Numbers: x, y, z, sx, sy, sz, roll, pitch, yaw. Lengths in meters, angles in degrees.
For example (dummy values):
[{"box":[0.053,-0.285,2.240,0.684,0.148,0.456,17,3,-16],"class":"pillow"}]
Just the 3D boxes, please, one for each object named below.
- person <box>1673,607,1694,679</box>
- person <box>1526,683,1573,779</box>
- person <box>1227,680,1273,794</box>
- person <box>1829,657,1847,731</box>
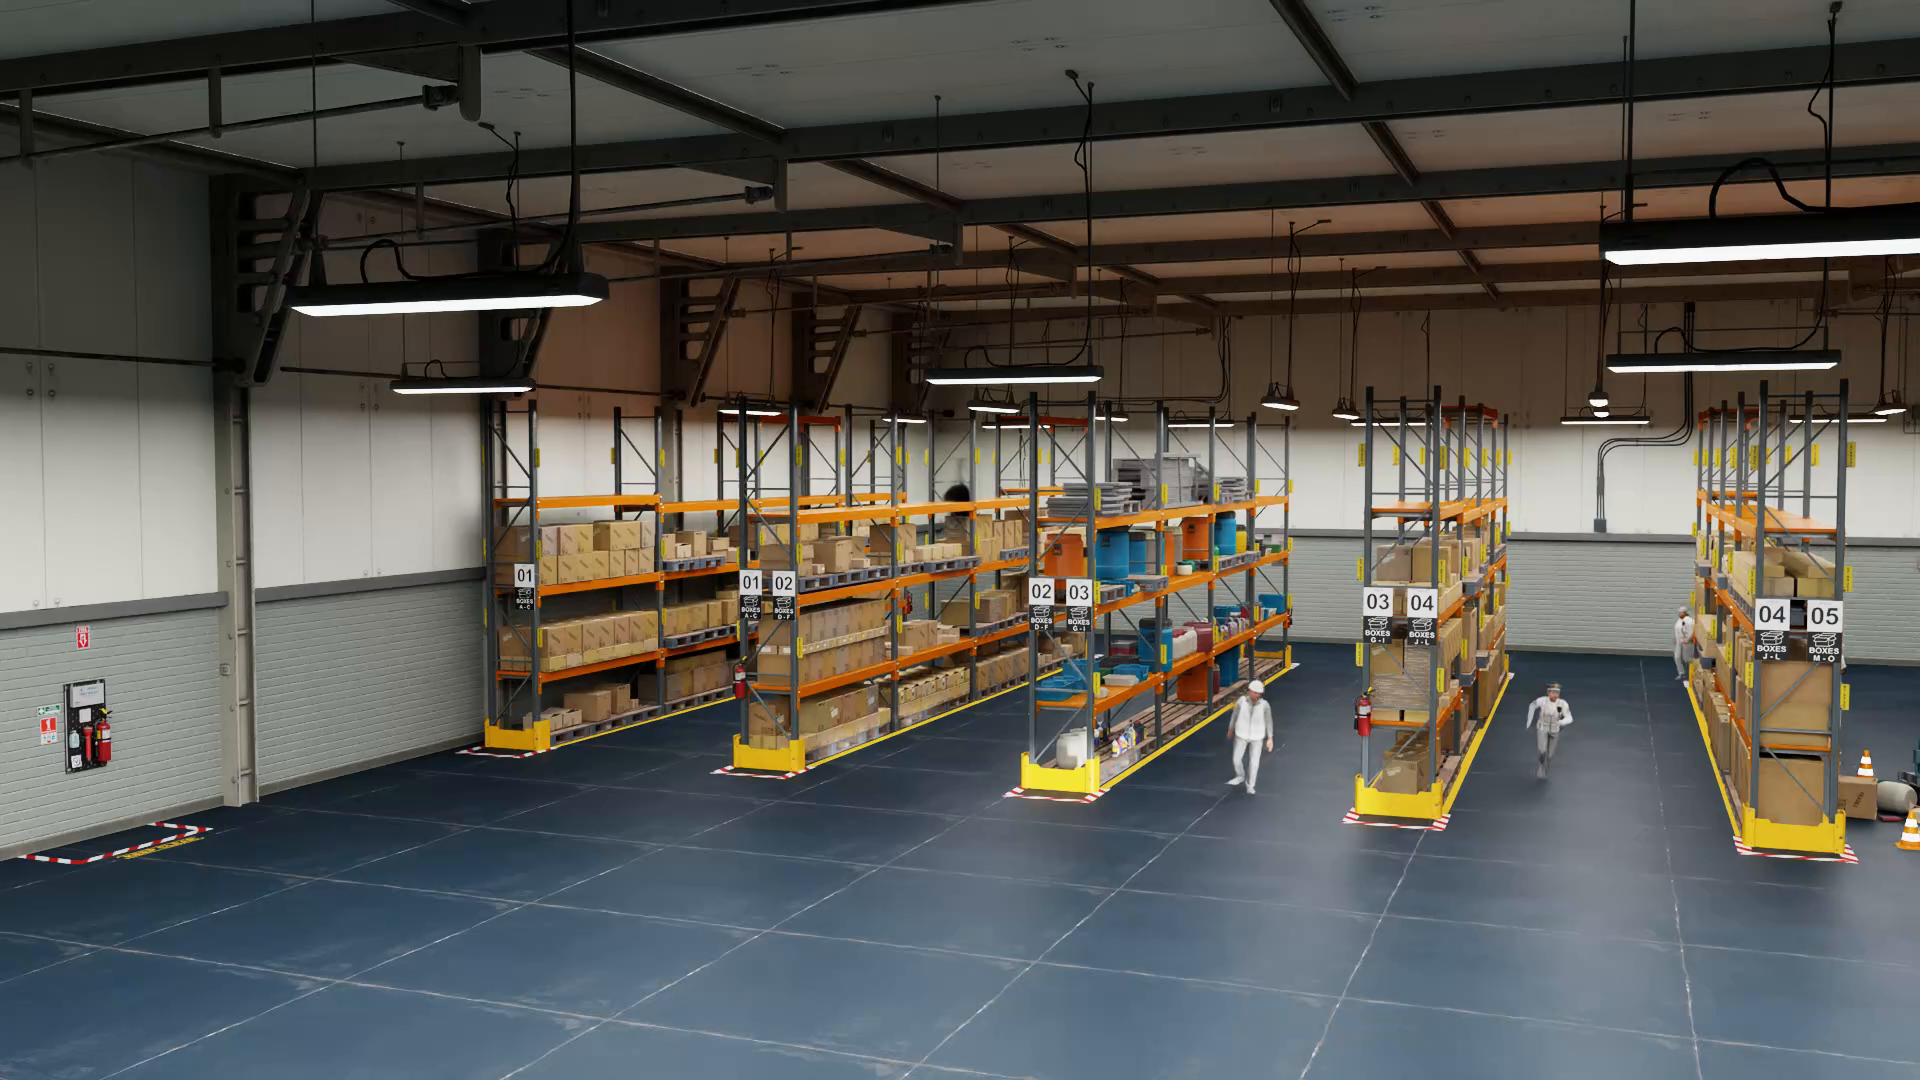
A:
[{"box":[16.521,2.340,37.674,0.663,1.666,0.607,-1,3,-16],"class":"person"},{"box":[9.092,2.947,25.646,0.603,1.546,0.909,0,3,7],"class":"person"},{"box":[4.316,2.918,24.731,0.676,1.728,0.629,1,3,10],"class":"person"},{"box":[15.835,2.652,30.337,0.699,1.717,0.806,0,3,10],"class":"person"}]
